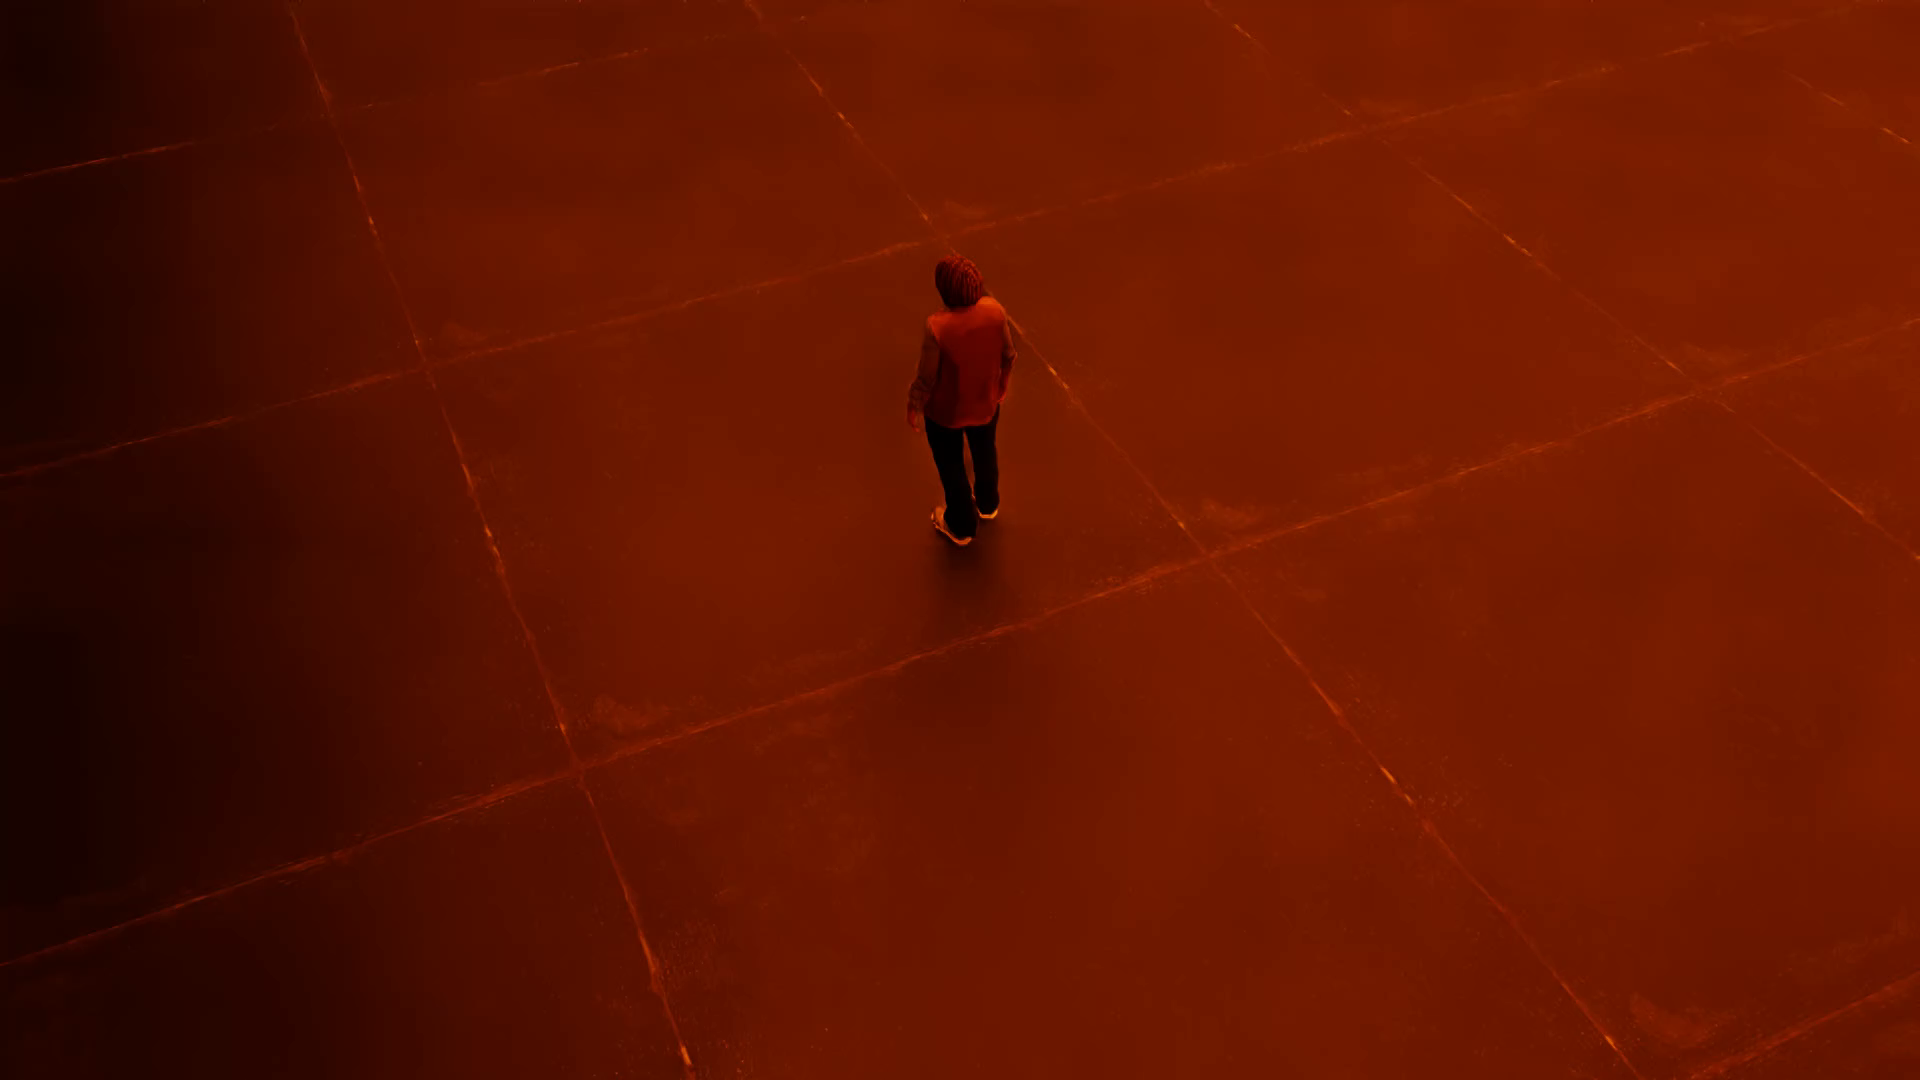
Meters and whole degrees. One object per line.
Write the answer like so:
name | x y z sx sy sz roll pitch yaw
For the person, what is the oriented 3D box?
person | -0.019 -0.639 7.332 0.520 1.597 0.474 -18 46 -18
